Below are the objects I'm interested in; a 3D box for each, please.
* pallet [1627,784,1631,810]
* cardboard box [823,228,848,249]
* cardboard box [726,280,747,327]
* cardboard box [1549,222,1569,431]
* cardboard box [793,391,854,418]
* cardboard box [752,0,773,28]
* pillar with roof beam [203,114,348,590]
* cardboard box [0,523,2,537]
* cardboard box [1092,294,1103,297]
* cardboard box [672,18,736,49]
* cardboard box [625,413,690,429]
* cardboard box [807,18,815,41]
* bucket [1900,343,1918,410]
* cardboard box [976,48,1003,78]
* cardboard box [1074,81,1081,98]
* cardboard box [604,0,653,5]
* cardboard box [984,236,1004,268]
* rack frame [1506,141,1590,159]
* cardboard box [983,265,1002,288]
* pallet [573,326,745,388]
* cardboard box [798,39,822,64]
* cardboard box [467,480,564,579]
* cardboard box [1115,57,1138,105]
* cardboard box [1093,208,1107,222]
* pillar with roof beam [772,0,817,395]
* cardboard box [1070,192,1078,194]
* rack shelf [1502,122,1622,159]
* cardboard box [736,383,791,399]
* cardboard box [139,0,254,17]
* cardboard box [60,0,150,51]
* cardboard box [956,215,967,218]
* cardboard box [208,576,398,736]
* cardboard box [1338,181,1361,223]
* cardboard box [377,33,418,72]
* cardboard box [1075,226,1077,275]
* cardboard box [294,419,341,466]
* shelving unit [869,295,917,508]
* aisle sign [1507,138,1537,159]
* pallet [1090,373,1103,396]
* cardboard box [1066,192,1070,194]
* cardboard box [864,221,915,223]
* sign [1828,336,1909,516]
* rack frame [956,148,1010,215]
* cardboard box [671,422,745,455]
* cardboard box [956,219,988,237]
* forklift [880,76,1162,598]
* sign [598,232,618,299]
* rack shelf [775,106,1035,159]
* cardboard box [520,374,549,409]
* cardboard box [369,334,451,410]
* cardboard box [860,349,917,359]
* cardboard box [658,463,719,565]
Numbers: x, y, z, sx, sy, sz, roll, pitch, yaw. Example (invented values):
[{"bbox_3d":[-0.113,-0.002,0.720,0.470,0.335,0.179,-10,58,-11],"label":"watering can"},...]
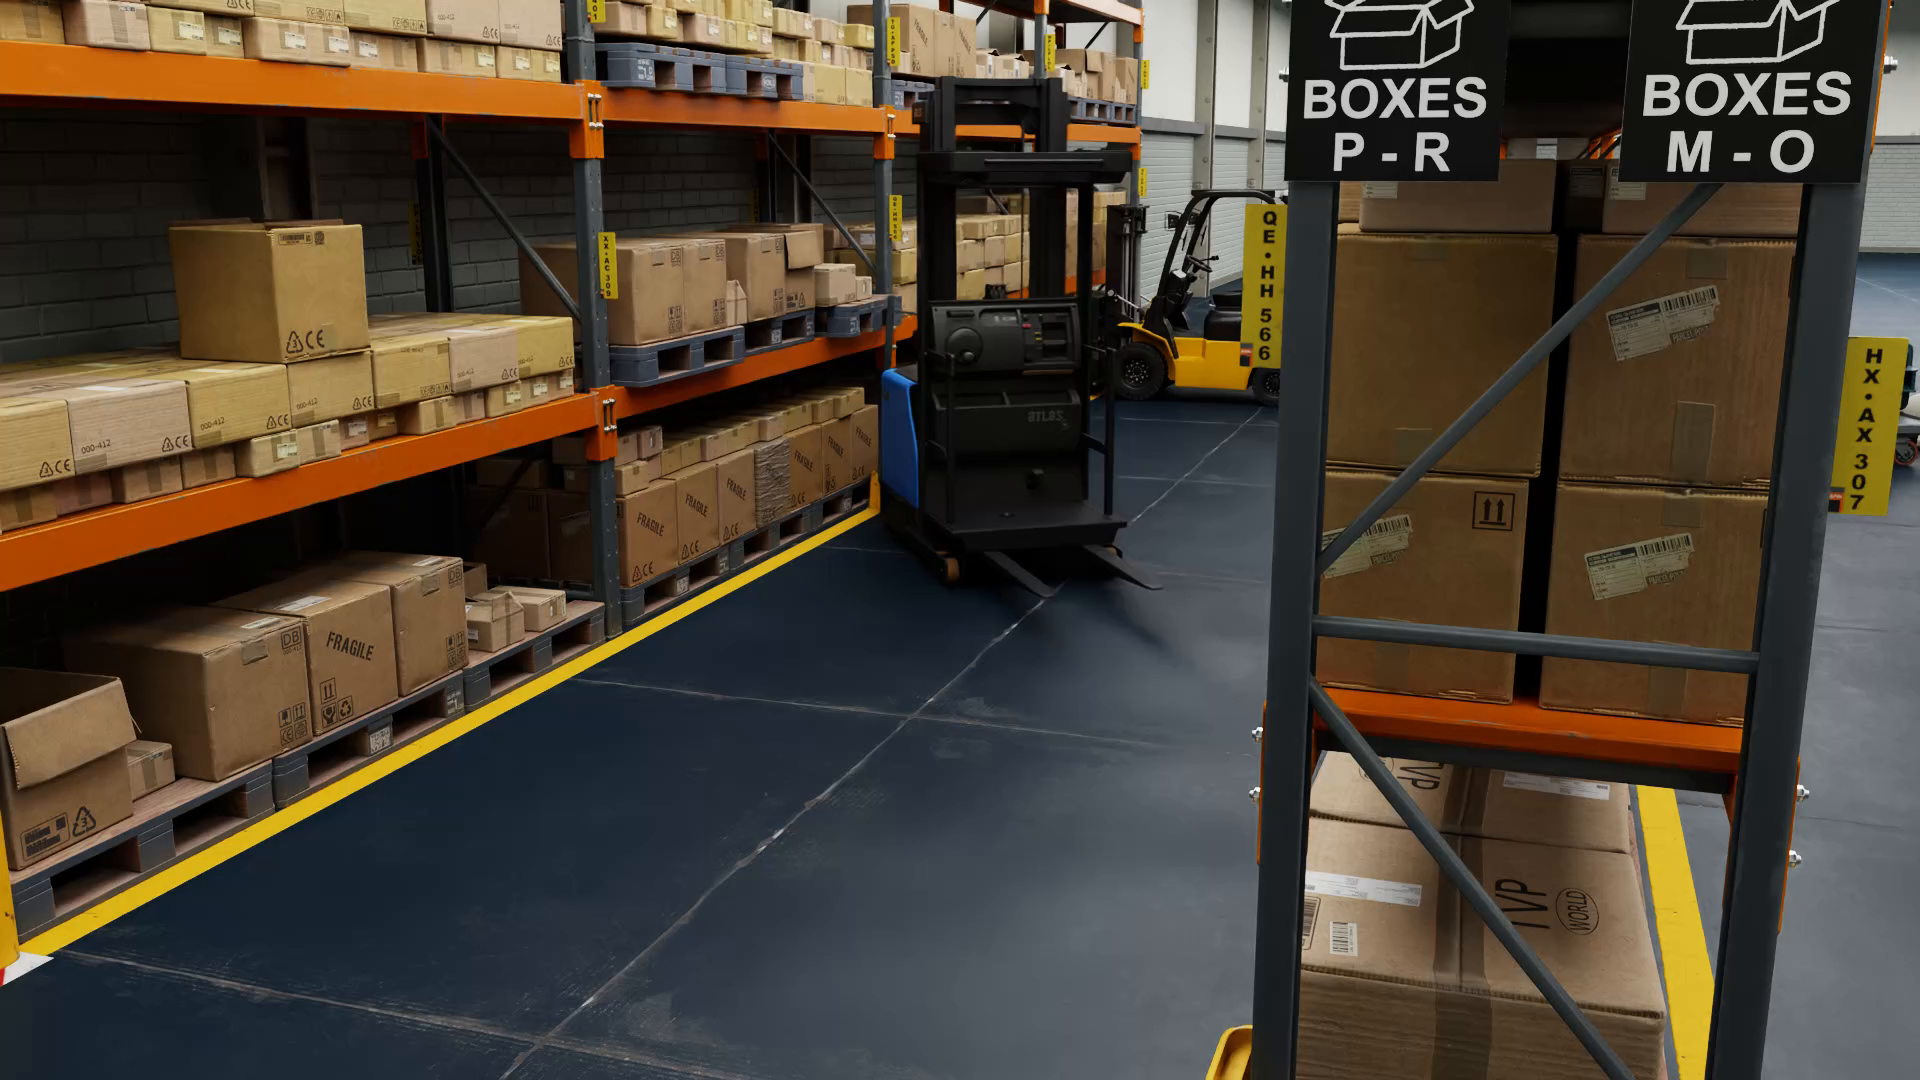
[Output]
[{"bbox_3d":[2.101,0.885,6.635,1.003,0.211,1.213,4,14,18],"label":"pallet"},{"bbox_3d":[-1.069,-2.276,12.535,0.380,0.149,0.250,5,14,20],"label":"cardboard box"},{"bbox_3d":[-1.464,-1.389,9.693,0.396,0.266,0.258,5,14,21],"label":"cardboard box"},{"bbox_3d":[1.712,-0.513,4.021,0.500,0.500,0.500,4,13,17],"label":"cardboard box"},{"bbox_3d":[-0.962,-0.948,11.616,0.380,0.149,0.250,4,13,15],"label":"cardboard box"},{"bbox_3d":[-1.322,-3.084,9.744,0.380,0.149,0.250,4,14,19],"label":"cardboard box"},{"bbox_3d":[0.719,-3.519,6.181,9.100,9.000,0.400,4,14,18],"label":"pillar with roof beam"},{"bbox_3d":[-3.205,-0.070,5.119,0.380,0.149,0.250,4,14,18],"label":"cardboard box"},{"bbox_3d":[1.592,-2.636,18.786,0.500,0.250,0.500,5,14,19],"label":"cardboard box"},{"bbox_3d":[-1.475,-2.828,9.294,0.380,0.149,0.250,4,14,18],"label":"cardboard box"},{"bbox_3d":[-1.942,-0.713,10.585,0.380,0.149,0.250,4,13,16],"label":"cardboard box"},{"bbox_3d":[-1.159,-3.305,10.757,0.380,0.149,0.250,4,13,18],"label":"cardboard box"},{"bbox_3d":[7.589,-1.318,13.961,0.726,0.611,0.620,10,26,38],"label":"bucket"},{"bbox_3d":[0.060,-4.011,14.110,0.500,0.311,0.500,4,13,16],"label":"cardboard box"},{"bbox_3d":[0.993,-4.498,16.608,0.380,0.149,0.250,5,14,20],"label":"cardboard box"},{"bbox_3d":[-1.765,-2.755,8.305,0.380,0.149,0.250,5,14,20],"label":"cardboard box"},{"bbox_3d":[0.064,-2.503,14.425,0.500,0.250,0.500,5,14,20],"label":"cardboard box"},{"bbox_3d":[6.304,-3.155,18.072,1.000,3.000,0.127,4,14,18],"label":"rack frame"},{"bbox_3d":[0.049,-2.263,14.500,0.500,0.250,0.500,4,14,19],"label":"cardboard box"},{"bbox_3d":[-1.915,-1.052,9.288,1.003,0.211,1.213,4,14,18],"label":"pallet"},{"bbox_3d":[-1.120,-3.157,10.779,0.380,0.149,0.250,4,14,18],"label":"cardboard box"},{"bbox_3d":[-2.398,-0.096,9.342,0.500,0.500,0.500,4,14,18],"label":"cardboard box"},{"bbox_3d":[1.693,-5.166,18.746,0.500,0.500,0.500,5,14,20],"label":"cardboard box"},{"bbox_3d":[1.367,-3.512,17.952,0.380,0.149,0.250,4,14,19],"label":"cardboard box"},{"bbox_3d":[2.660,-4.782,11.716,9.100,9.000,0.400,4,14,18],"label":"pillar with roof beam"},{"bbox_3d":[1.429,-3.773,18.427,0.380,0.149,0.250,4,14,19],"label":"cardboard box"},{"bbox_3d":[4.362,-3.004,12.283,1.077,0.370,4.000,4,14,18],"label":"rack shelf"},{"bbox_3d":[-1.446,-1.043,12.031,0.380,0.149,0.250,5,14,21],"label":"cardboard box"},{"bbox_3d":[-2.846,-1.967,5.791,0.500,0.250,0.500,4,13,17],"label":"cardboard box"},{"bbox_3d":[-2.911,-1.688,5.468,0.380,0.149,0.250,5,14,20],"label":"cardboard box"},{"bbox_3d":[-0.142,-2.924,15.373,0.380,0.149,0.250,4,13,17],"label":"cardboard box"},{"bbox_3d":[-2.704,0.467,6.873,0.500,0.500,0.500,5,14,19],"label":"cardboard box"},{"bbox_3d":[1.117,-0.845,4.018,0.380,0.149,0.250,4,14,18],"label":"cardboard box"},{"bbox_3d":[-2.489,-2.016,6.901,0.380,0.149,0.250,5,14,20],"label":"cardboard box"},{"bbox_3d":[1.018,-3.011,17.213,0.500,0.500,0.500,4,14,18],"label":"cardboard box"},{"bbox_3d":[-2.675,-0.395,6.541,0.380,0.149,0.250,5,14,20],"label":"cardboard box"},{"bbox_3d":[-0.140,-1.036,12.062,0.587,1.500,1.083,9,15,19],"label":"shelving unit"},{"bbox_3d":[6.030,-4.458,17.937,0.394,0.787,0.004,4,14,18],"label":"aisle sign"},{"bbox_3d":[1.002,-1.733,18.104,1.003,0.211,1.213,4,14,18],"label":"pallet"},{"bbox_3d":[1.012,-3.806,18.573,0.380,0.149,0.250,4,14,19],"label":"cardboard box"},{"bbox_3d":[-0.590,-2.600,13.957,0.380,0.149,0.250,5,14,20],"label":"cardboard box"},{"bbox_3d":[1.650,-0.206,3.026,0.100,0.325,0.005,4,14,18],"label":"sign"},{"bbox_3d":[0.312,-2.670,15.944,1.000,3.000,0.127,4,14,18],"label":"rack frame"},{"bbox_3d":[-1.546,-0.624,10.195,0.380,0.149,0.250,5,14,20],"label":"cardboard box"},{"bbox_3d":[0.026,-2.676,14.288,0.380,0.149,0.250,4,14,19],"label":"cardboard box"},{"bbox_3d":[0.346,-1.259,9.918,1.130,2.935,3.031,-4,13,-15],"label":"forklift"},{"bbox_3d":[-1.761,-1.370,8.304,0.100,0.325,0.005,4,14,18],"label":"sign"},{"bbox_3d":[-0.335,-3.360,13.845,1.077,0.370,4.000,4,14,18],"label":"rack shelf"},{"bbox_3d":[-2.205,-0.721,7.971,0.380,0.149,0.250,5,14,20],"label":"cardboard box"},{"bbox_3d":[-2.533,-0.722,7.078,0.500,0.250,0.500,4,14,18],"label":"cardboard box"},{"bbox_3d":[-0.346,-1.285,14.269,0.875,0.625,0.625,4,13,16],"label":"cardboard box"},{"bbox_3d":[-1.744,-0.170,9.665,0.500,0.500,0.500,4,14,18],"label":"cardboard box"}]
